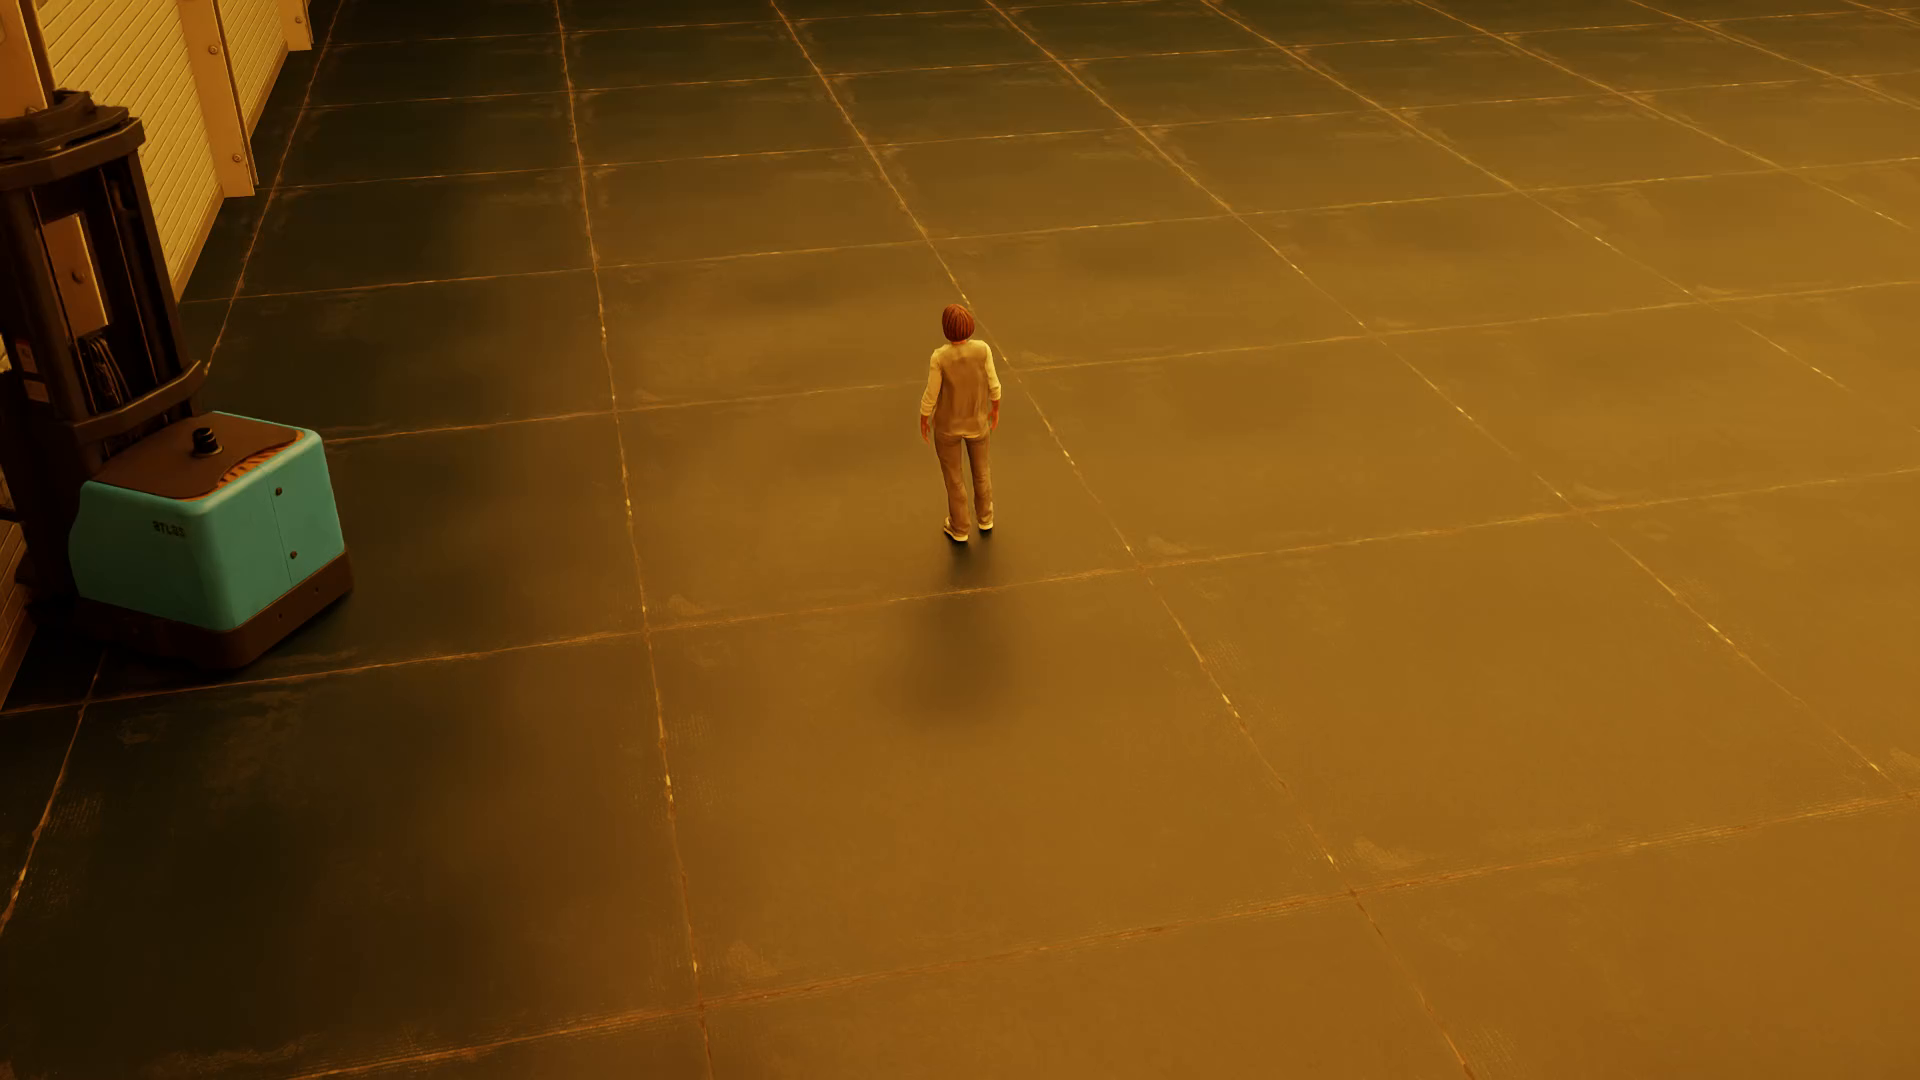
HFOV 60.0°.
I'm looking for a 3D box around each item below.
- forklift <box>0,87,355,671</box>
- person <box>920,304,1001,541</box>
[{"bbox_3d":[-5.176,-1.003,9.307,3.031,2.935,1.130,11,32,18],"label":"forklift"},{"bbox_3d":[-0.003,-0.735,10.161,0.520,1.597,0.475,-7,31,-12],"label":"person"}]
